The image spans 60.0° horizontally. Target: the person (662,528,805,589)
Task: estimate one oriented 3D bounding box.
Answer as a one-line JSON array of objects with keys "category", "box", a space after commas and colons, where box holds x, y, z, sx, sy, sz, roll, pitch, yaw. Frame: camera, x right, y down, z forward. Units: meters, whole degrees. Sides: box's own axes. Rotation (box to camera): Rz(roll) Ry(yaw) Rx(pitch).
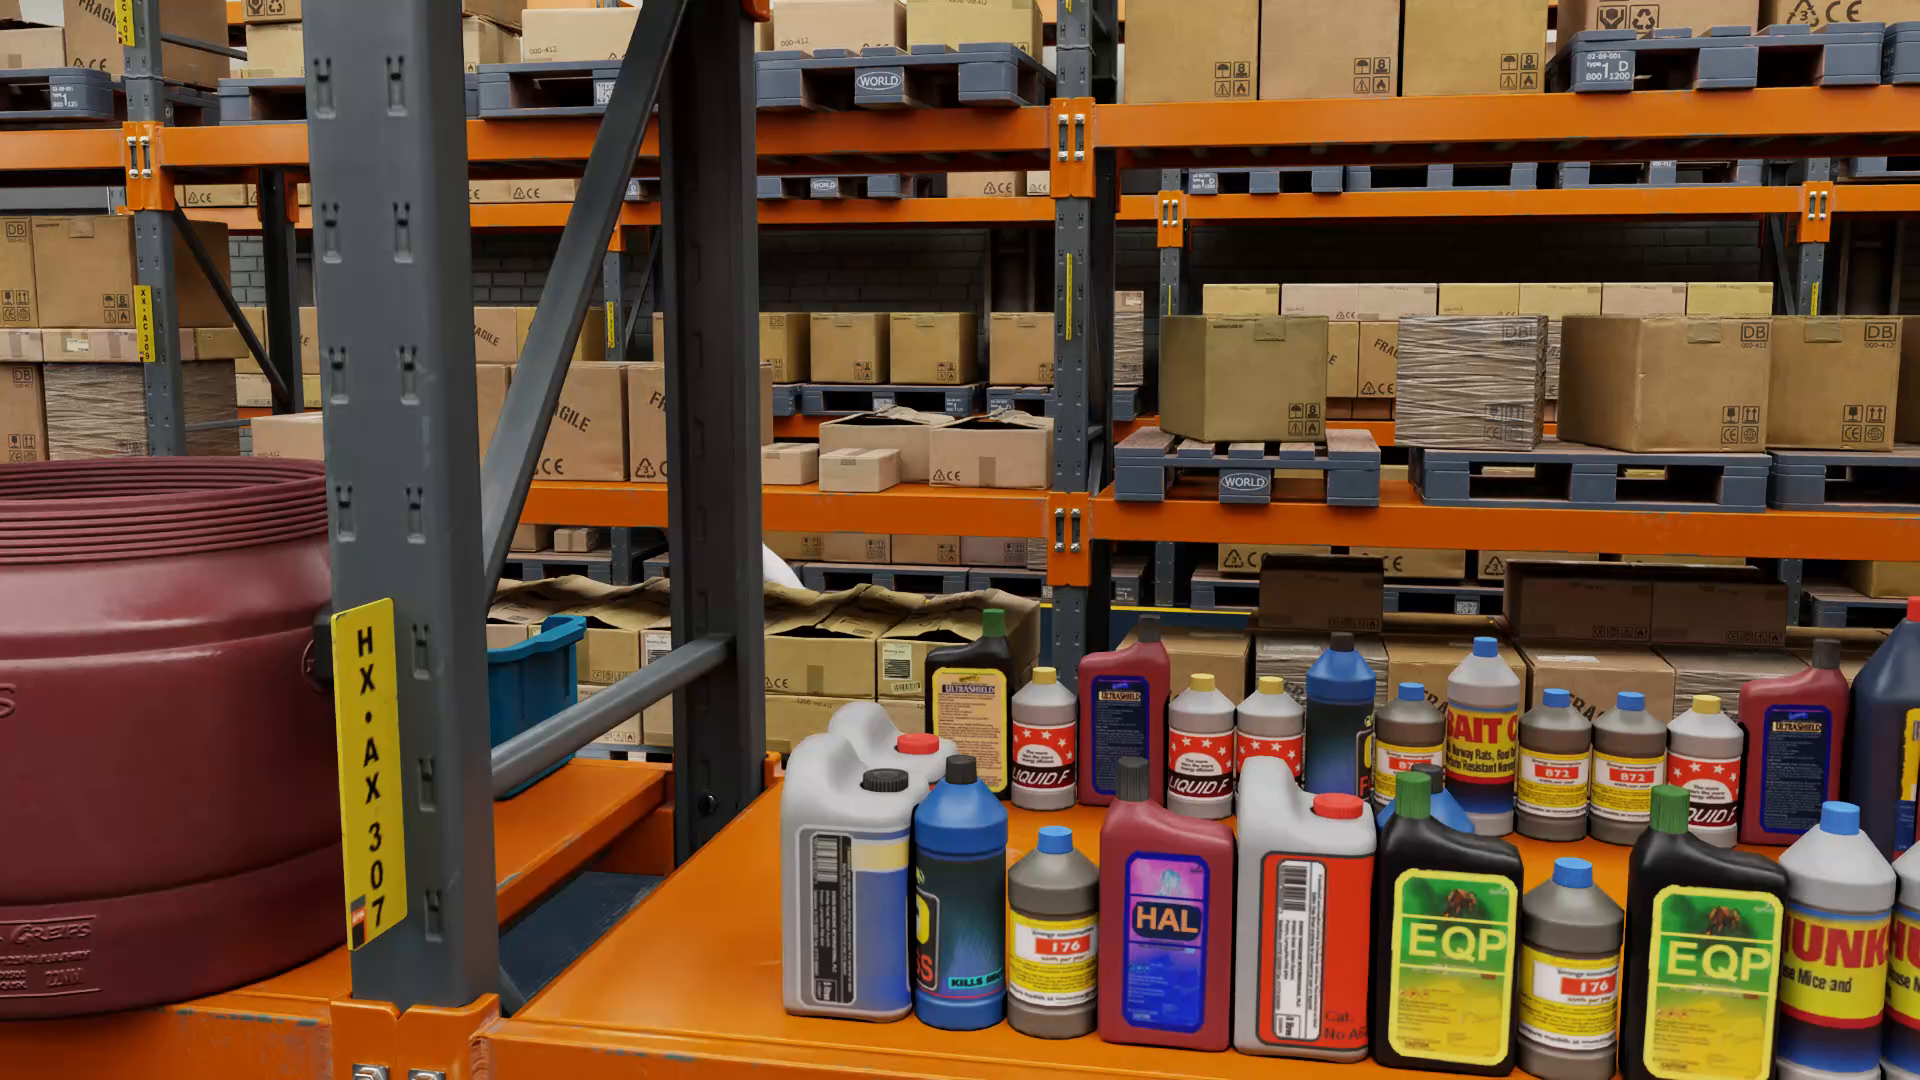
[{"category": "person", "box": [-1.259, 0.311, 9.004, 0.906, 0.993, 0.605, 2, 8, 11]}]
